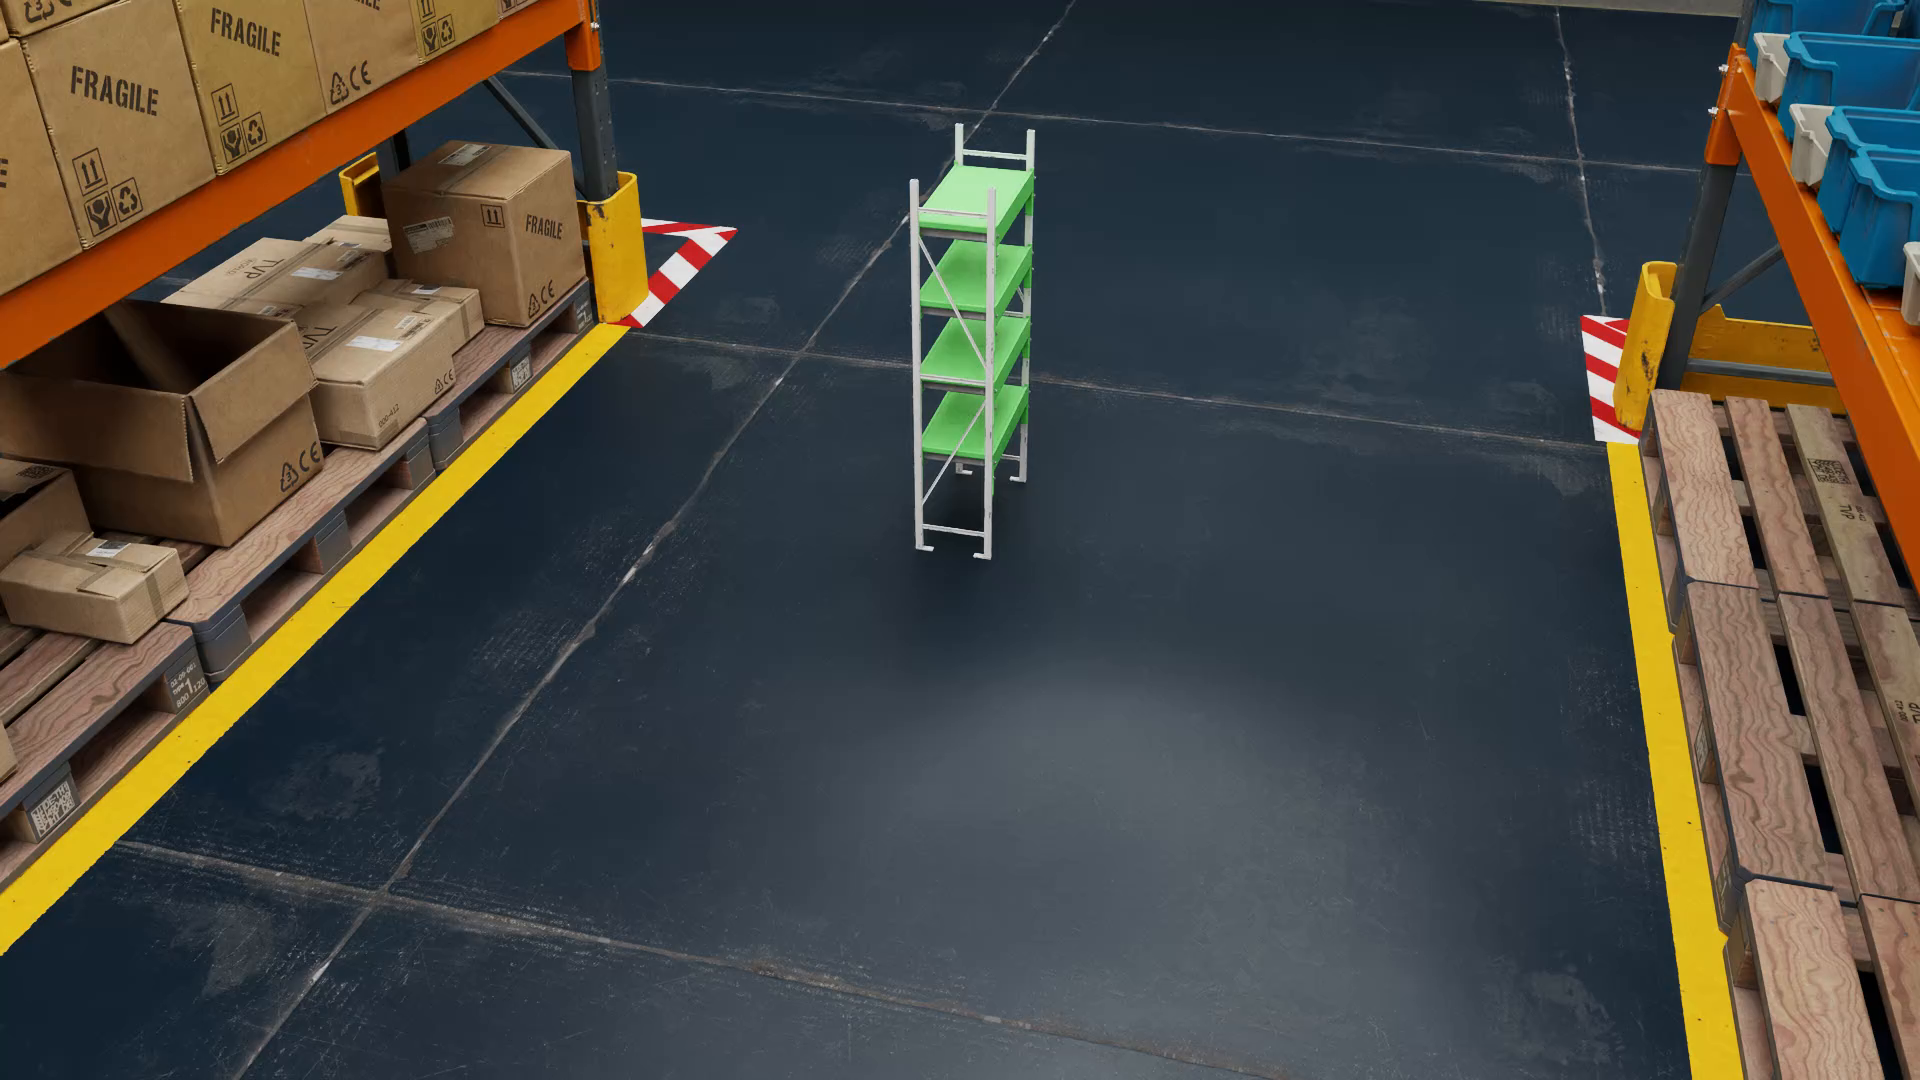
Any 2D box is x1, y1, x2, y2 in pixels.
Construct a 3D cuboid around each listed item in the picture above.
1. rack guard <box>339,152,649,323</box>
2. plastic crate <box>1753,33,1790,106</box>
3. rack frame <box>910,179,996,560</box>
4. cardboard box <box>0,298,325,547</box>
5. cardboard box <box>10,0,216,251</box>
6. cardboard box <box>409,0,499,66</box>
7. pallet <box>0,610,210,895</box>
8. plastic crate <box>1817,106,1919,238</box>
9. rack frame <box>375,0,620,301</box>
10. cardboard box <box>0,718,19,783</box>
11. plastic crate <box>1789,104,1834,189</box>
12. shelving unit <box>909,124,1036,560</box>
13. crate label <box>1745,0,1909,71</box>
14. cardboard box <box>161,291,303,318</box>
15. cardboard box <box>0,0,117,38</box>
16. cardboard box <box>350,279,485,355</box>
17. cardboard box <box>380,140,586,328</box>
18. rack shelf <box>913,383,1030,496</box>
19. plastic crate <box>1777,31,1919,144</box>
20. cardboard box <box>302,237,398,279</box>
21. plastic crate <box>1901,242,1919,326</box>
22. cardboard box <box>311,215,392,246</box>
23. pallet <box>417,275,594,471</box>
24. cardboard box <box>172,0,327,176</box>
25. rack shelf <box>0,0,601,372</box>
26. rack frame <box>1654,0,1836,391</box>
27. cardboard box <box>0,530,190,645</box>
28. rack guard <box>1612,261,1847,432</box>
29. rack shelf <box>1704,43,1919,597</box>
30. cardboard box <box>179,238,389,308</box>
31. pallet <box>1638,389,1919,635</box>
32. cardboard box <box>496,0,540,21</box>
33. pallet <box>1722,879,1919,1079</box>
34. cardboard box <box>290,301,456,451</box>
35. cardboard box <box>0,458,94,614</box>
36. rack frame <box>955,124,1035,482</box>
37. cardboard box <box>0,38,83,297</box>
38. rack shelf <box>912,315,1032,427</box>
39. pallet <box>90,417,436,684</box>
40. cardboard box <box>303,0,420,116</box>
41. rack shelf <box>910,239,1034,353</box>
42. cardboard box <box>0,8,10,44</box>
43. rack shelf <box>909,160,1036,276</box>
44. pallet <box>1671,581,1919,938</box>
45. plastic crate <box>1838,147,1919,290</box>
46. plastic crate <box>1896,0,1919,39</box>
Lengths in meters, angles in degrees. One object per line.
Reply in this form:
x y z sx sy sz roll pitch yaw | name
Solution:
-1.873 -1.234 6.725 1.175 0.500 0.348 8 33 12 | rack guard
2.394 -1.327 4.732 0.250 0.136 0.298 8 33 12 | plastic crate
-0.020 -0.466 4.864 0.240 1.200 0.015 8 33 12 | rack frame
-2.397 -0.360 4.937 0.797 0.503 0.637 8 33 12 | cardboard box
-2.220 -1.047 4.008 0.500 0.500 0.500 8 33 12 | cardboard box
-1.832 -1.831 5.241 0.500 0.500 0.500 8 33 13 | cardboard box
-2.694 0.568 4.160 1.003 0.211 1.213 8 33 12 | pallet
2.221 -0.840 3.875 0.416 0.233 0.300 8 33 12 | plastic crate
-1.854 -2.328 6.116 1.000 3.000 0.127 8 33 12 | rack frame
-2.553 0.508 3.751 0.500 0.311 0.500 8 33 12 | cardboard box
2.222 -0.975 4.178 0.250 0.136 0.298 8 33 12 | plastic crate
0.042 -0.592 5.063 0.258 1.200 0.503 8 33 12 | shelving unit
2.555 -1.523 4.950 0.416 0.233 0.303 8 33 12 | crate label
-2.520 -0.591 5.536 0.500 0.250 0.500 8 33 12 | cardboard box
-2.216 -1.457 3.721 0.500 0.500 0.500 7 33 11 | cardboard box
-1.943 -0.804 5.950 0.380 0.166 0.250 8 33 12 | cardboard box
-1.753 -1.143 6.172 0.500 0.500 0.500 8 33 12 | cardboard box
0.042 -0.336 5.226 0.258 0.148 0.480 8 33 12 | rack shelf
2.388 -1.181 4.413 0.416 0.233 0.300 8 33 12 | plastic crate
-2.356 -1.018 6.286 0.380 0.166 0.250 8 33 12 | cardboard box
2.073 -0.435 3.328 0.293 0.136 0.466 8 33 12 | plastic crate
-2.292 -1.140 6.495 0.380 0.149 0.250 8 33 12 | cardboard box
-2.074 -0.698 6.151 1.003 0.211 1.213 8 33 12 | pallet
-2.092 -1.311 4.424 0.500 0.500 0.500 8 33 12 | cardboard box
-2.361 -0.987 4.677 1.077 0.370 4.000 8 33 12 | rack shelf
2.937 -1.652 5.052 1.000 3.000 0.127 8 33 12 | rack frame
-2.343 0.119 4.498 0.380 0.166 0.250 8 33 12 | cardboard box
2.930 -0.611 5.745 1.175 0.500 0.348 8 33 12 | rack guard
2.429 -0.310 3.613 1.077 0.370 4.000 8 33 12 | rack shelf
-2.393 -0.850 5.945 0.500 0.250 0.500 8 33 12 | cardboard box
2.690 -0.052 5.135 1.003 0.211 1.213 8 33 12 | pallet
-1.704 -2.101 5.665 0.500 0.500 0.500 9 34 14 | cardboard box
2.071 1.214 3.144 1.003 0.211 1.213 8 33 12 | pallet
-2.024 -0.549 5.470 0.500 0.250 0.500 8 33 12 | cardboard box
-2.808 -0.027 4.592 0.500 0.311 0.500 8 33 12 | cardboard box
0.104 -0.719 5.262 0.240 1.200 0.015 8 33 12 | rack frame
-2.349 -0.788 3.600 0.500 0.500 0.500 9 33 13 | cardboard box
0.042 -0.538 5.098 0.258 0.148 0.480 8 33 12 | rack shelf
-2.386 -0.067 5.159 1.003 0.211 1.213 8 33 12 | pallet
-1.964 -1.573 4.835 0.500 0.500 0.500 8 33 13 | cardboard box
0.042 -0.741 4.969 0.258 0.148 0.480 8 33 12 | rack shelf
-2.347 -1.190 3.302 0.500 0.500 0.500 7 33 11 | cardboard box
0.042 -0.943 4.840 0.258 0.148 0.480 8 33 12 | rack shelf
2.378 0.579 4.143 1.003 0.211 1.213 8 33 12 | pallet
2.145 -0.684 3.630 0.416 0.233 0.300 8 33 12 | plastic crate
3.032 -1.493 4.713 0.616 0.435 0.499 8 33 12 | plastic crate
